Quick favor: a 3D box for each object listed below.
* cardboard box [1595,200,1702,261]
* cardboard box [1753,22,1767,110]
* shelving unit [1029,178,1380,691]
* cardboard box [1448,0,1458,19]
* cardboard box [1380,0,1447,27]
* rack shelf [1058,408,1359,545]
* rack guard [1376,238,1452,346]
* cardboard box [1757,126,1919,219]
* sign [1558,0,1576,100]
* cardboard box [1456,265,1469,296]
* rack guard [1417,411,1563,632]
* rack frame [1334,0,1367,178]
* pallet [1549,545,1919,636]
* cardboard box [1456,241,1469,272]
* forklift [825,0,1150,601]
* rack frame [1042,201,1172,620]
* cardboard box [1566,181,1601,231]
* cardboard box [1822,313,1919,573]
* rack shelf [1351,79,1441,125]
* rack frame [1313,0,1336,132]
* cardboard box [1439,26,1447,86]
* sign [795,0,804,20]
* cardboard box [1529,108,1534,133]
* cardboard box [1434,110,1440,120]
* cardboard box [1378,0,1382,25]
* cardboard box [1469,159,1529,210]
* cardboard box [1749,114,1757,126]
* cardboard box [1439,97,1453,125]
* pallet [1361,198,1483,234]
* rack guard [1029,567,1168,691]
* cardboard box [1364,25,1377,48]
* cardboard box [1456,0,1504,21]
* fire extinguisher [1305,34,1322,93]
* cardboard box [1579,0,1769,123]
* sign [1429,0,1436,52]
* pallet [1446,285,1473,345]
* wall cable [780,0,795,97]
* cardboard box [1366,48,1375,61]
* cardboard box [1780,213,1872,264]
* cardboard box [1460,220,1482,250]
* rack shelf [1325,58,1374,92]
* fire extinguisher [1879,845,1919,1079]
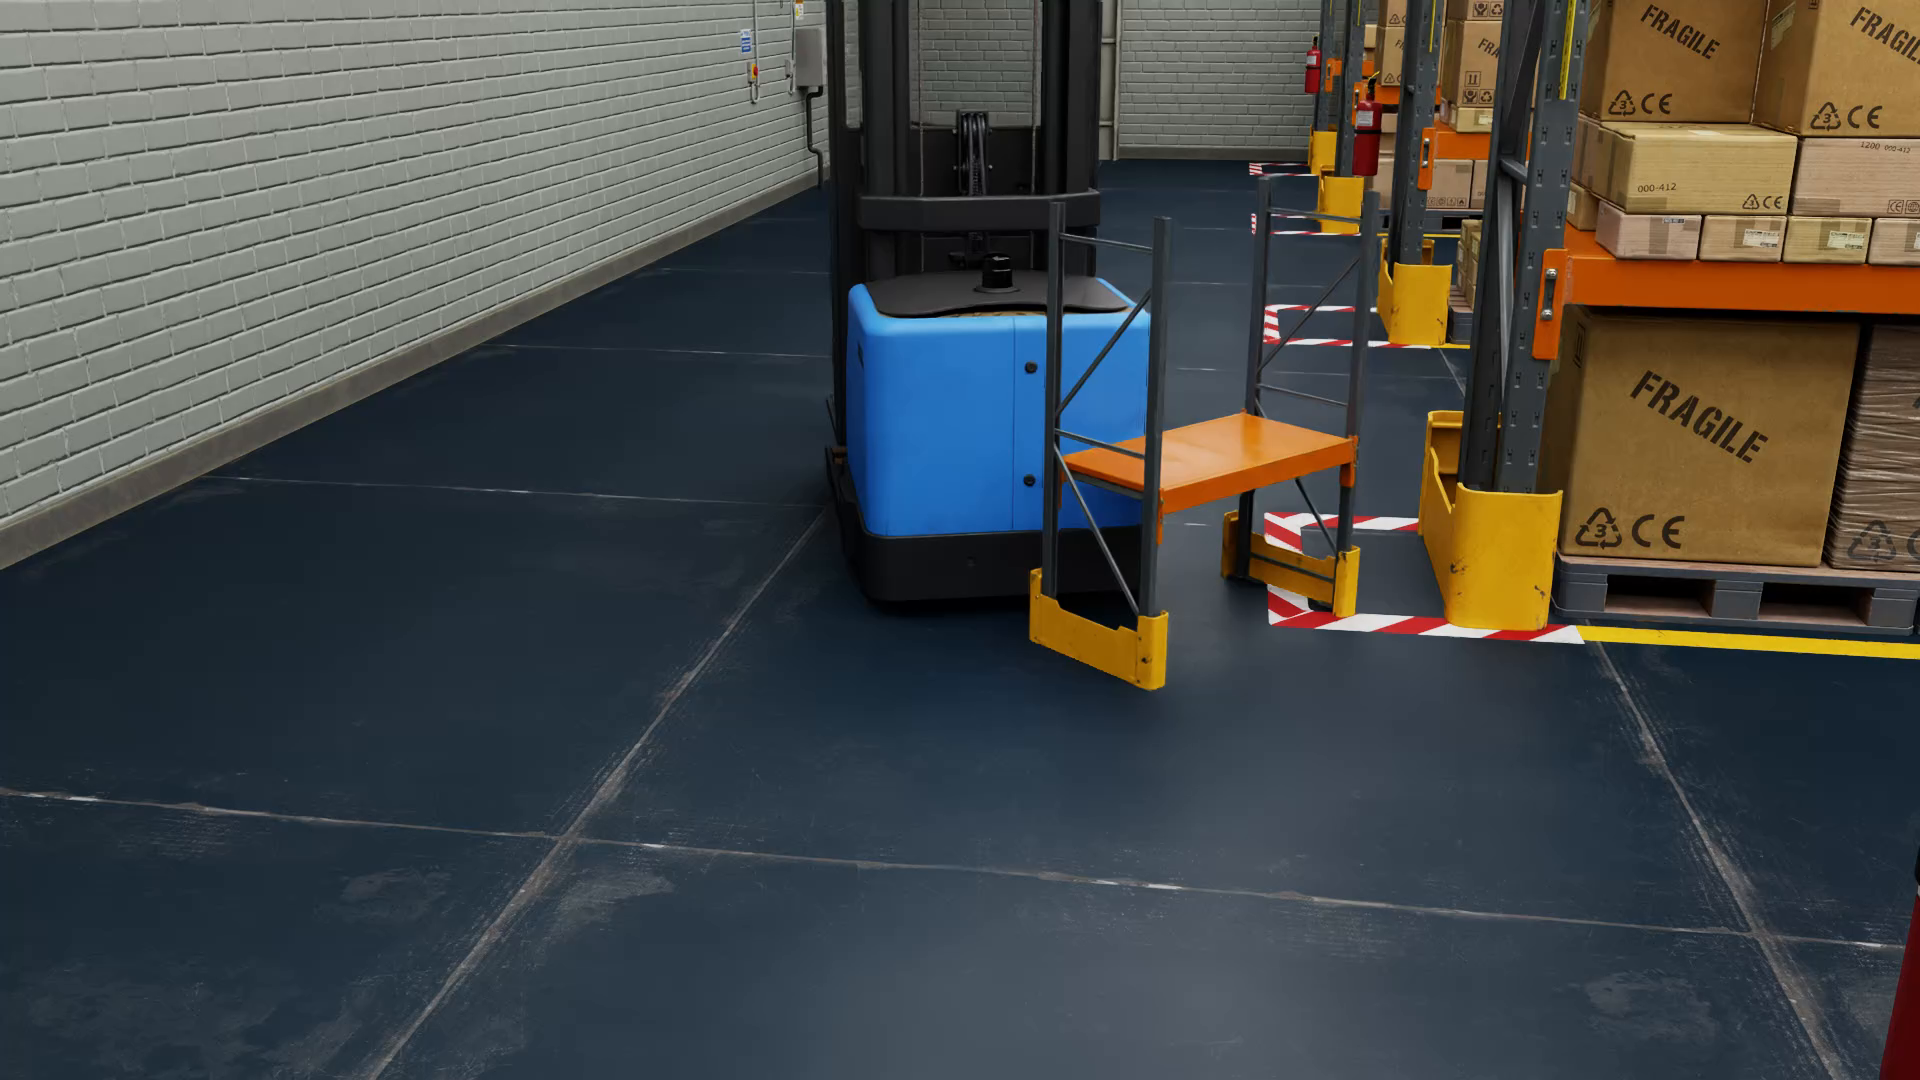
[{"bbox_3d":[2.312,-1.047,5.602,0.250,0.149,0.380,3,19,9],"label":"cardboard box"},{"bbox_3d":[4.818,-2.844,9.951,0.500,0.500,0.500,2,19,7],"label":"cardboard box"},{"bbox_3d":[0.834,-0.405,5.645,1.083,1.500,0.587,-15,24,-38],"label":"shelving unit"},{"bbox_3d":[3.391,-3.554,10.495,0.500,0.500,0.500,3,19,8],"label":"cardboard box"},{"bbox_3d":[4.014,-4.800,14.690,0.500,0.500,0.500,3,19,7],"label":"cardboard box"},{"bbox_3d":[0.841,-0.236,5.708,1.000,0.185,0.538,-15,24,-38],"label":"rack shelf"},{"bbox_3d":[2.975,-1.647,10.938,0.348,0.500,1.175,3,19,9],"label":"rack guard"},{"bbox_3d":[2.959,-1.225,5.504,0.500,0.250,0.500,3,19,8],"label":"cardboard box"},{"bbox_3d":[1.920,-1.562,5.255,0.005,0.325,0.100,3,19,9],"label":"sign"},{"bbox_3d":[3.453,-1.722,11.055,0.250,0.149,0.380,3,19,10],"label":"cardboard box"},{"bbox_3d":[1.990,-0.103,6.324,0.348,0.500,1.175,3,19,9],"label":"rack guard"},{"bbox_3d":[3.586,-4.392,15.203,0.127,3.000,1.000,3,19,9],"label":"rack frame"},{"bbox_3d":[2.816,0.051,6.320,1.213,0.211,1.003,3,19,9],"label":"pallet"},{"bbox_3d":[3.467,-1.888,11.079,0.250,0.149,0.380,2,19,7],"label":"cardboard box"},{"bbox_3d":[-0.016,-1.597,6.958,1.130,2.935,3.031,-2,19,-7],"label":"forklift"},{"bbox_3d":[0.453,-0.302,5.339,0.032,1.500,0.500,-15,24,-38],"label":"rack frame"},{"bbox_3d":[2.418,-1.254,6.219,0.250,0.149,0.380,3,19,10],"label":"cardboard box"},{"bbox_3d":[3.557,-0.426,6.036,0.875,0.875,0.875,3,19,9],"label":"cardboard box"},{"bbox_3d":[5.560,-3.950,15.016,4.000,0.370,1.077,3,19,9],"label":"rack shelf"},{"bbox_3d":[4.369,-5.948,19.851,0.127,3.000,1.000,3,19,9],"label":"rack frame"},{"bbox_3d":[4.518,-4.309,14.796,0.500,0.500,0.500,3,19,8],"label":"cardboard box"},{"bbox_3d":[-1.721,-5.704,17.823,0.001,0.242,0.339,3,19,9],"label":"sign"},{"bbox_3d":[3.426,-2.598,10.238,0.250,0.149,0.380,4,19,11],"label":"cardboard box"},{"bbox_3d":[5.796,-4.846,19.835,0.500,0.500,0.700,4,19,11],"label":"cardboard box"},{"bbox_3d":[4.099,-4.964,15.179,0.500,0.500,0.500,4,19,10],"label":"cardboard box"},{"bbox_3d":[5.158,-3.331,15.407,0.875,0.438,0.875,3,19,10],"label":"cardboard box"},{"bbox_3d":[3.035,-1.391,5.999,0.500,0.250,0.500,3,19,8],"label":"cardboard box"},{"bbox_3d":[3.267,-2.789,10.808,0.250,0.149,0.380,3,19,9],"label":"cardboard box"},{"bbox_3d":[4.387,-3.054,15.598,1.213,0.211,1.003,3,19,9],"label":"pallet"},{"bbox_3d":[0.452,0.289,5.540,0.087,0.250,0.587,-15,24,-38],"label":"rack guard"},{"bbox_3d":[4.774,-5.910,19.507,0.500,0.250,0.500,3,19,9],"label":"cardboard box"},{"bbox_3d":[3.301,-3.393,10.015,0.500,0.500,0.500,3,19,8],"label":"cardboard box"},{"bbox_3d":[4.151,-5.597,19.512,0.183,0.674,0.296,3,19,9],"label":"fire extinguisher"},{"bbox_3d":[2.536,-1.771,5.954,0.500,0.500,0.500,3,19,9],"label":"cardboard box"},{"bbox_3d":[2.814,-3.077,9.908,0.005,0.325,0.100,3,19,9],"label":"sign"},{"bbox_3d":[3.772,-1.458,10.829,1.213,0.211,1.003,3,19,9],"label":"pallet"},{"bbox_3d":[-1.772,-5.595,17.198,0.122,1.984,0.588,3,19,9],"label":"wall cable"},{"bbox_3d":[4.909,-5.728,19.590,0.250,0.149,0.380,3,19,10],"label":"cardboard box"},{"bbox_3d":[2.818,-1.022,5.526,0.250,0.149,0.380,2,19,7],"label":"cardboard box"},{"bbox_3d":[3.463,-2.019,11.002,0.250,0.149,0.380,3,19,9],"label":"cardboard box"},{"bbox_3d":[6.344,-5.506,19.664,4.000,0.370,1.077,3,19,9],"label":"rack shelf"},{"bbox_3d":[1.151,0.328,1.806,0.183,0.674,0.296,3,19,9],"label":"fire extinguisher"}]
